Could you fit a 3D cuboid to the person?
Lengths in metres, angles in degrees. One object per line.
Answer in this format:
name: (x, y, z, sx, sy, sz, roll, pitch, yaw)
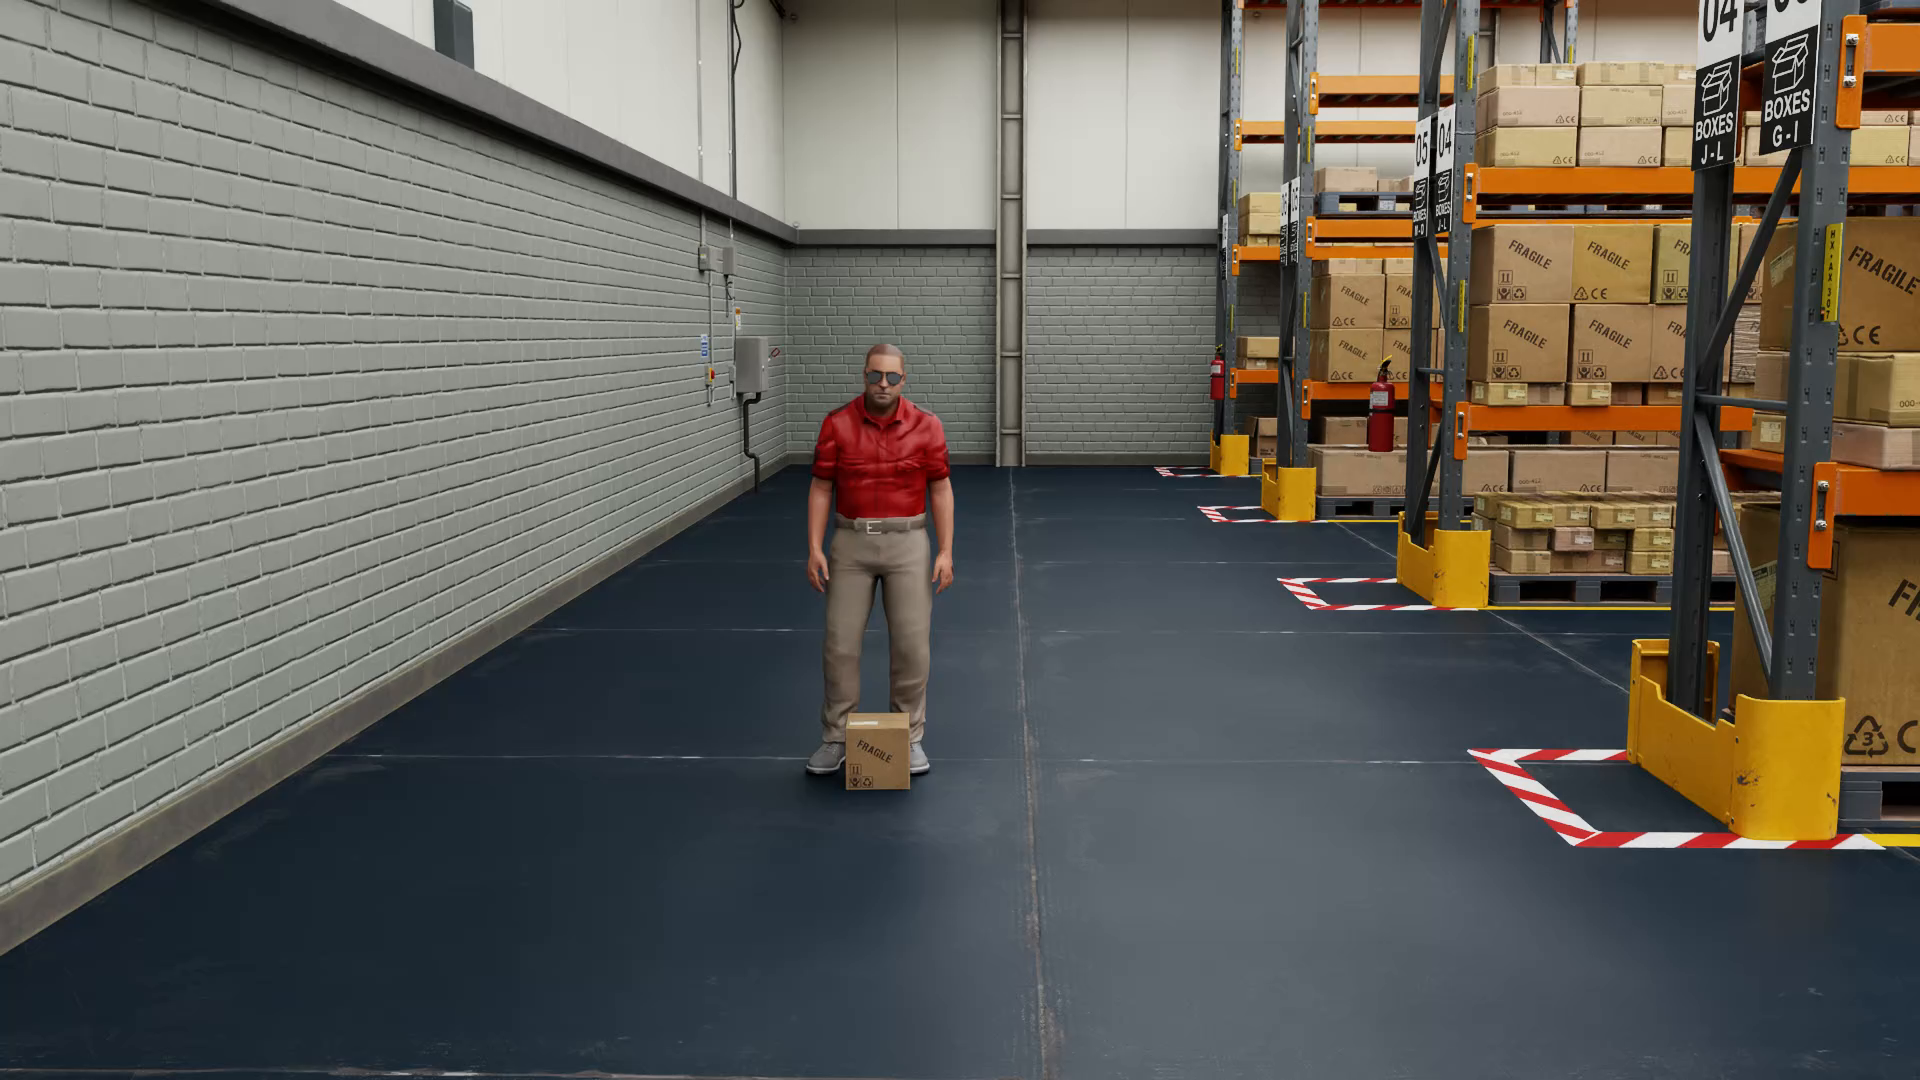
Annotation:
person: (-0.325, 0.071, 6.756, 0.602, 1.728, 0.384, 0, 7, -1)
